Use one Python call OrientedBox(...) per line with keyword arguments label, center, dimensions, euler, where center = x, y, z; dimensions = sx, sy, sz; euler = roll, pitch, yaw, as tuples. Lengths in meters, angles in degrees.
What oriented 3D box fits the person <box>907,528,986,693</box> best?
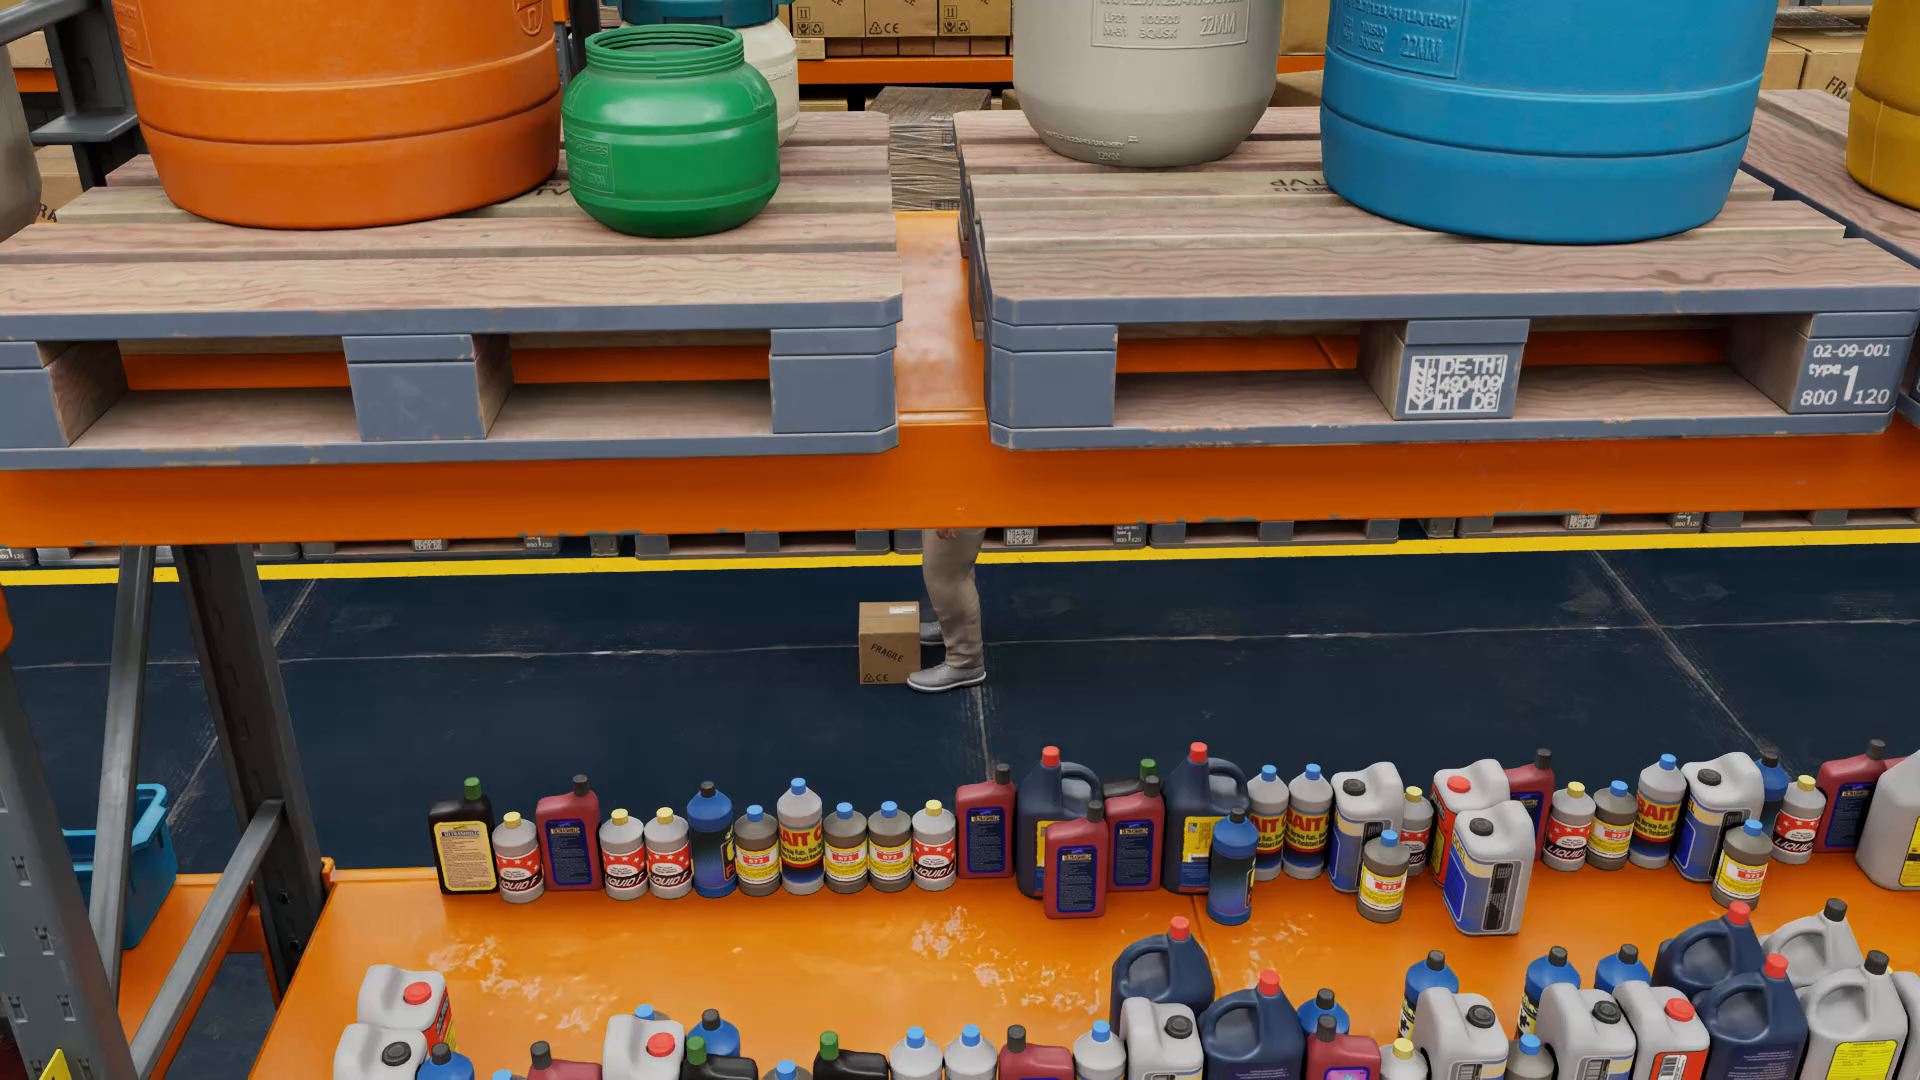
OrientedBox(label="person", center=(-0.039, -0.236, 6.591), dimensions=(0.388, 1.726, 0.590), euler=(-1, 27, -3))
